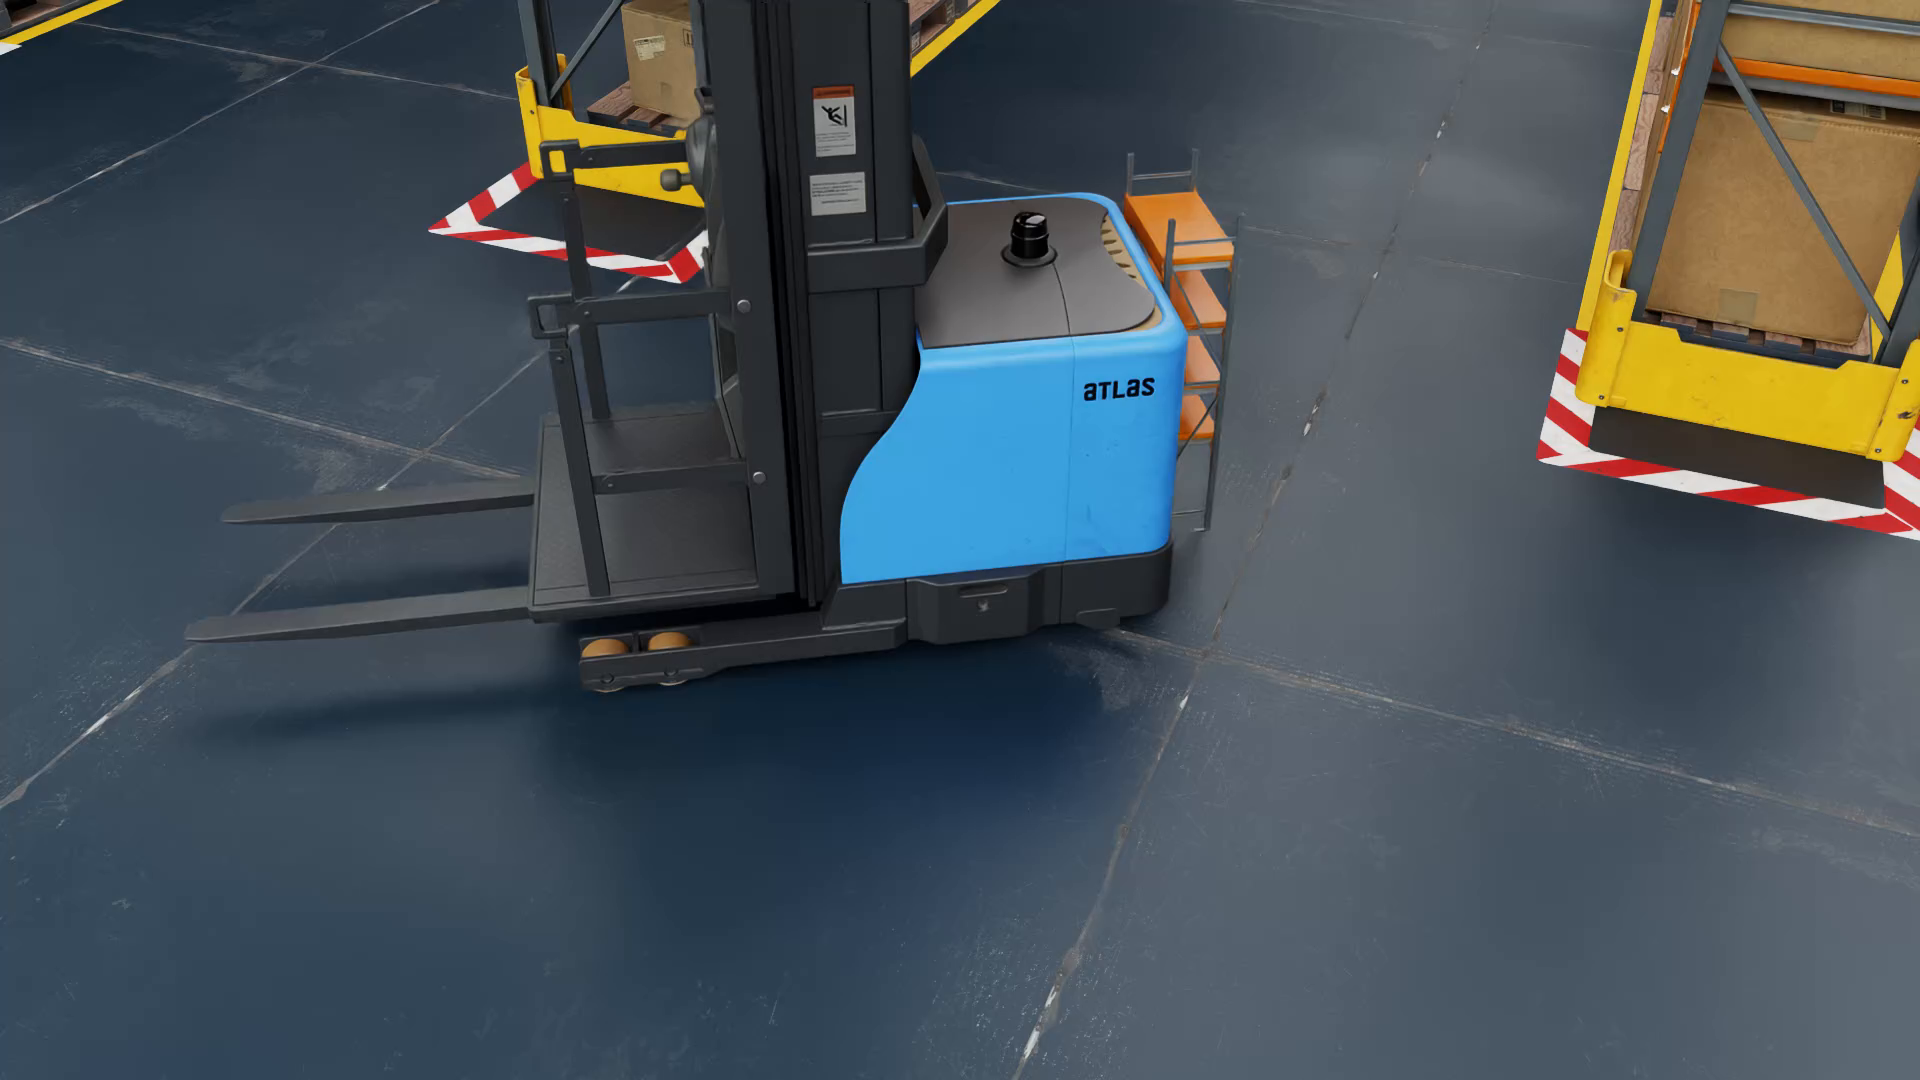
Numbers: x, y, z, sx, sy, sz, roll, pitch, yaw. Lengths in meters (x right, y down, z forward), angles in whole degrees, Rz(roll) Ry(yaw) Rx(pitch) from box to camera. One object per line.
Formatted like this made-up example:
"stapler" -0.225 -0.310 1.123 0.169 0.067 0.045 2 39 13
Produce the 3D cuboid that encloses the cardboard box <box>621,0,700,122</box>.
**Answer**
"cardboard box" -1.293 -2.414 8.211 0.500 0.500 0.500 21 42 26

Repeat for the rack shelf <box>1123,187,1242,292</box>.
"rack shelf" 0.709 -0.963 5.379 0.258 0.148 0.480 -6 37 -8

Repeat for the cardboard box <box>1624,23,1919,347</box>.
"cardboard box" 3.200 -1.426 6.577 0.875 0.875 0.875 14 39 18

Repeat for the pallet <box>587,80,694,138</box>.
"pallet" -1.175 -2.272 8.613 1.003 0.211 1.213 14 39 18

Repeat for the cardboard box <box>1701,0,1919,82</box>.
"cardboard box" 3.102 -1.995 5.788 0.875 0.550 0.550 14 39 18

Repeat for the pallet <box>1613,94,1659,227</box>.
"pallet" 3.700 -1.735 7.896 1.003 0.211 1.213 14 39 18

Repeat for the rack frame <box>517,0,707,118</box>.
"rack frame" -1.546 -2.905 7.131 1.000 3.000 0.127 14 39 18

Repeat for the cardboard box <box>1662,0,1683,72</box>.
"cardboard box" 4.221 -2.918 8.573 0.875 0.875 0.875 14 39 18

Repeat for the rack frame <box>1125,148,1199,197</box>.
"rack frame" 0.666 -0.792 5.807 0.240 1.200 0.015 -6 37 -8

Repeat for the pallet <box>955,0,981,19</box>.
"pallet" -0.247 -3.622 10.420 1.003 0.211 1.213 14 39 18

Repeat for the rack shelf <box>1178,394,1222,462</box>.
"rack shelf" 0.709 -0.435 5.774 0.258 0.148 0.480 -6 37 -8

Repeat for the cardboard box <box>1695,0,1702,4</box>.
"cardboard box" 3.291 -2.304 6.202 0.875 0.550 0.550 14 39 18

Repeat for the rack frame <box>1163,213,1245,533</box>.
"rack frame" 0.752 -0.504 5.422 0.240 1.200 0.015 -6 37 -8

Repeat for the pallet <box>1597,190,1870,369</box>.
"pallet" 3.235 -1.062 6.995 1.003 0.211 1.213 14 39 18

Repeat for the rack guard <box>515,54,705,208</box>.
"rack guard" -1.517 -1.945 7.935 1.175 0.500 0.348 14 39 18

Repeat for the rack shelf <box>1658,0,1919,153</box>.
"rack shelf" 3.764 -2.538 7.241 1.077 0.370 4.000 14 39 18

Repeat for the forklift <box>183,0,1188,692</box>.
"forklift" -0.890 -1.047 4.702 3.031 2.935 1.130 -6 37 -8

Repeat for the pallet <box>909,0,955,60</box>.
"pallet" -0.709 -2.945 9.513 1.003 0.211 1.213 14 39 18

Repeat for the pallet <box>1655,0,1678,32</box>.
"pallet" 4.749 -3.261 9.936 1.003 0.211 1.213 14 39 18

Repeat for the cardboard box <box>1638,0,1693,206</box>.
"cardboard box" 3.533 -1.914 7.229 0.875 0.875 0.875 13 39 17

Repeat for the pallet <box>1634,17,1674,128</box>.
"pallet" 4.163 -2.413 8.802 1.003 0.211 1.213 14 39 18

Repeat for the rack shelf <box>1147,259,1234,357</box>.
"rack shelf" 0.709 -0.773 5.521 0.258 0.148 0.480 -6 37 -8

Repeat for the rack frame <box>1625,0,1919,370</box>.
"rack frame" 3.003 -1.719 5.544 1.000 3.000 0.127 14 39 18

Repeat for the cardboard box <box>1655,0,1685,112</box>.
"cardboard box" 3.881 -2.418 7.904 0.875 0.875 0.875 14 39 18

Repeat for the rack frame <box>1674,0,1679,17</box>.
"rack frame" 4.525 -3.933 8.507 1.000 3.000 0.127 14 39 18

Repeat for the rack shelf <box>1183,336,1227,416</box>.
"rack shelf" 0.709 -0.594 5.655 0.258 0.148 0.480 -6 37 -8

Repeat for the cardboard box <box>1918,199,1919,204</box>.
"cardboard box" 4.883 -1.840 7.792 0.500 0.500 0.500 21 42 25

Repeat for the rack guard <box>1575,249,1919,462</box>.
"rack guard" 2.994 -0.704 6.275 1.175 0.500 0.348 14 39 18

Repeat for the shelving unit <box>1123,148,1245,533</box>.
"shelving unit" 0.709 -0.648 5.615 0.258 1.200 0.503 -6 37 -8
